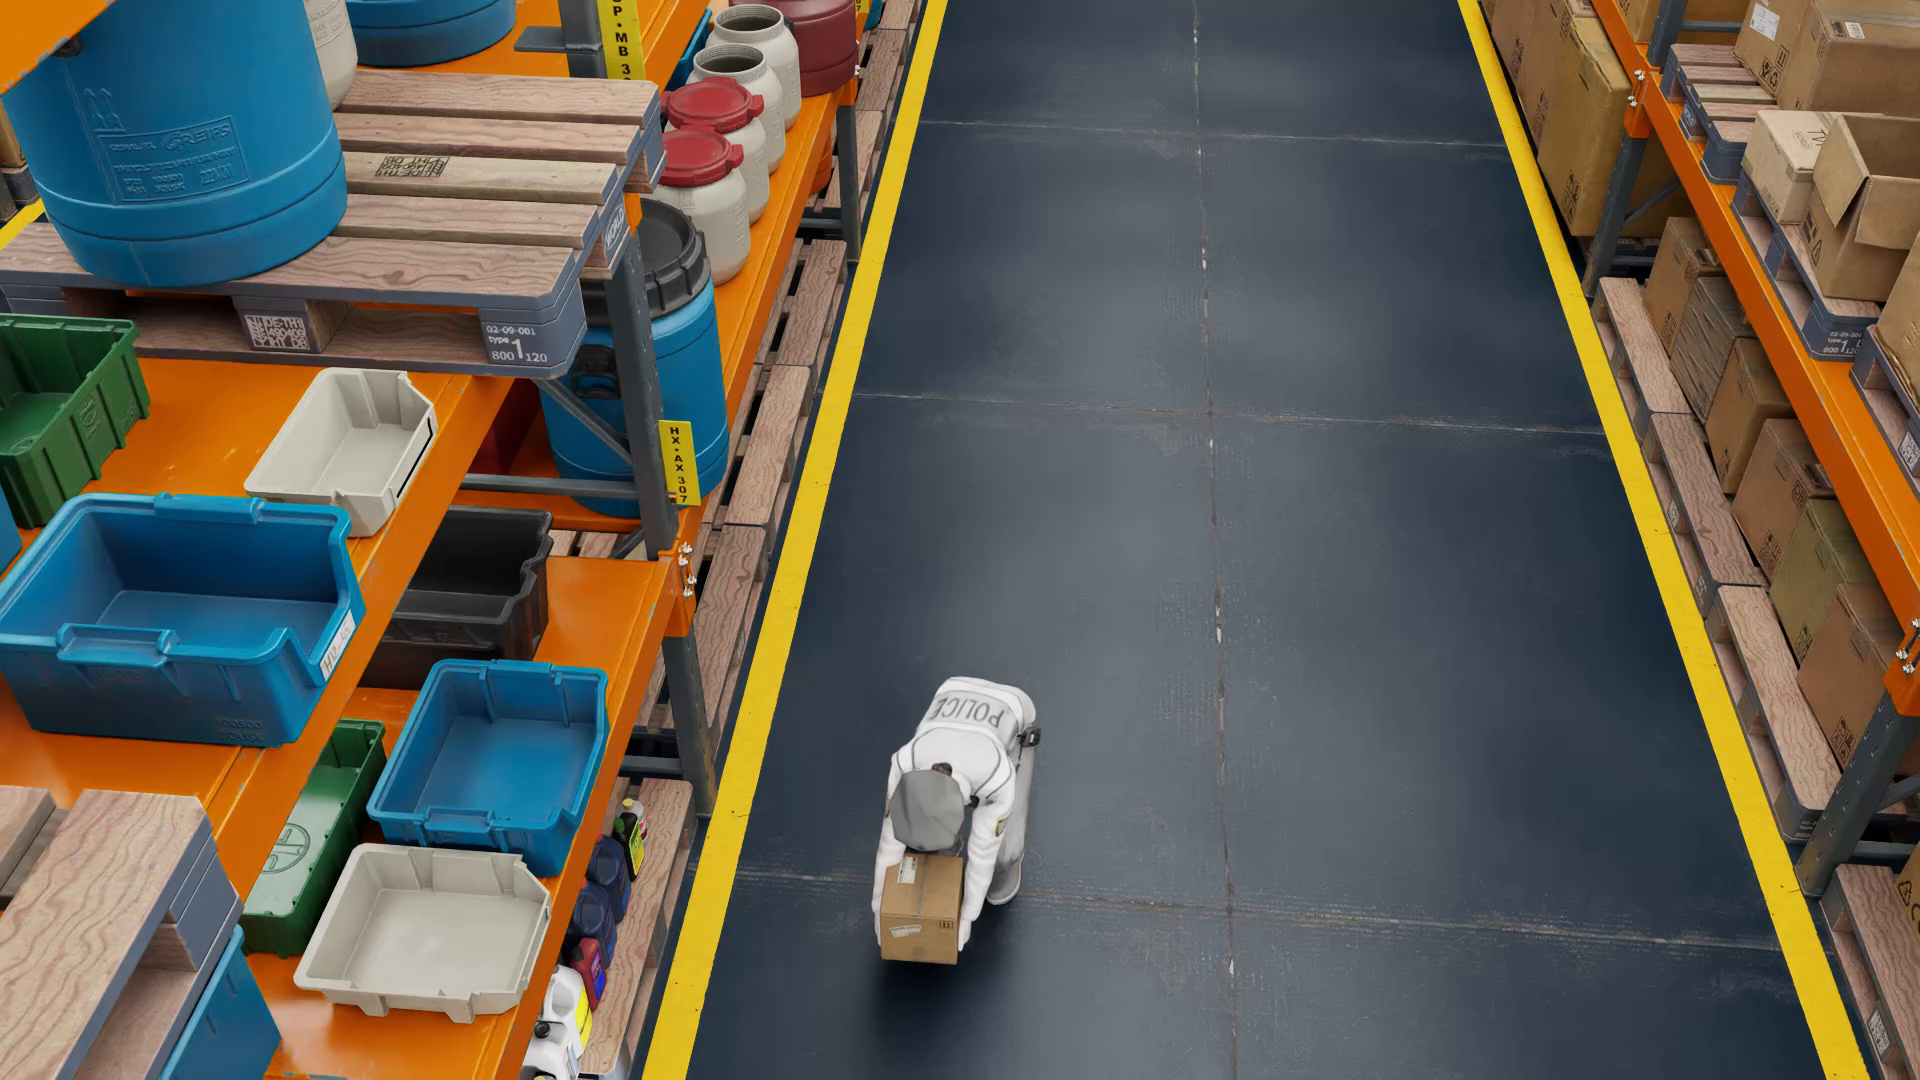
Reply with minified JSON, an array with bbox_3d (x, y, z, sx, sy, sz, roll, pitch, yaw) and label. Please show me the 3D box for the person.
[{"bbox_3d":[0.001,0.913,5.617,0.459,0.976,0.898,12,42,14],"label":"person"}]
